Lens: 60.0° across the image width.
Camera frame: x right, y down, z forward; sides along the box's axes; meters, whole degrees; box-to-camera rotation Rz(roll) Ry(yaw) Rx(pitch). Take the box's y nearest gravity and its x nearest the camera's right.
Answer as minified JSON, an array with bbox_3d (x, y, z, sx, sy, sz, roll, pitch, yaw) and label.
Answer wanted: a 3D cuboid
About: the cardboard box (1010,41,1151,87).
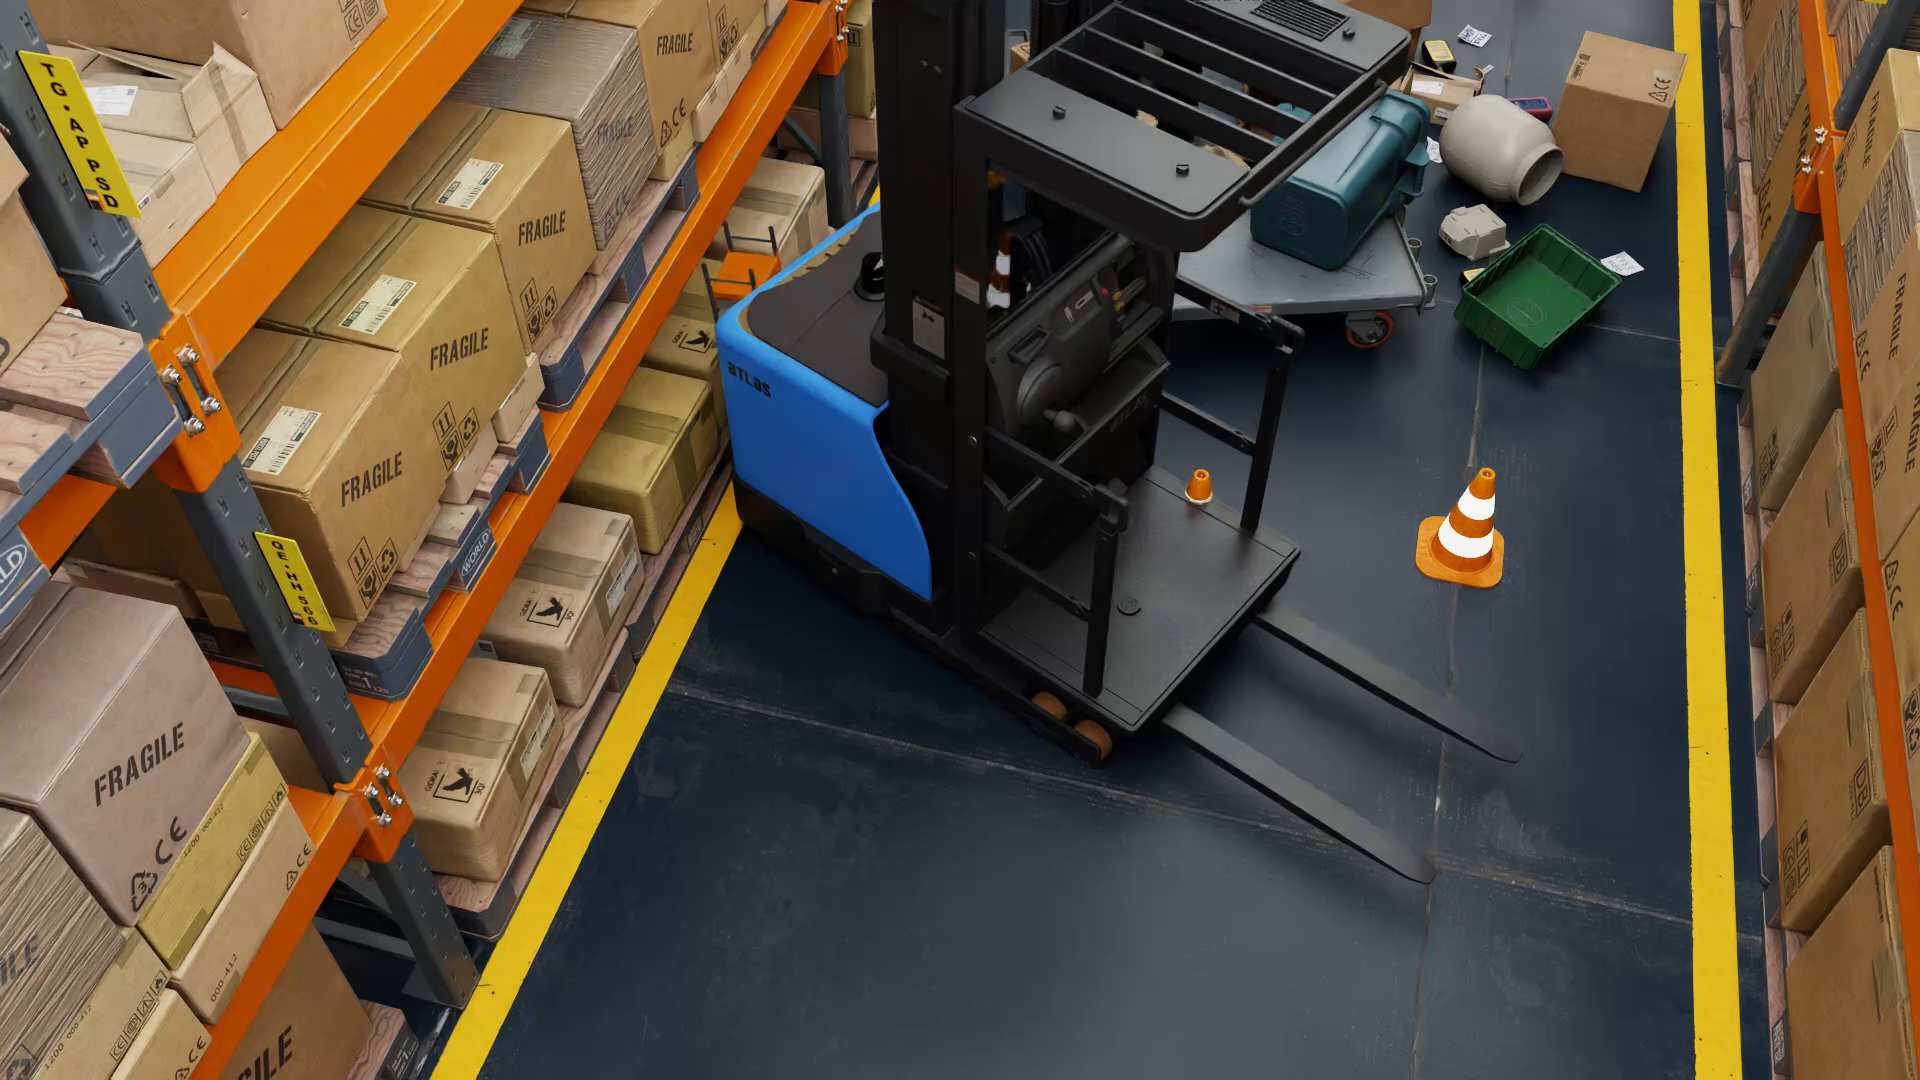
[{"bbox_3d":[0.592,-2.197,8.273,0.500,0.500,0.500,-27,54,-22],"label":"cardboard box"}]

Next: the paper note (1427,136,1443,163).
[{"bbox_3d":[2.391,-1.972,8.394,0.172,0.023,0.155,28,54,22],"label":"paper note"}]

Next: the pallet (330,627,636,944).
[{"bbox_3d":[-1.849,0.734,5.880,1.003,0.211,1.213,12,50,10],"label":"pallet"}]

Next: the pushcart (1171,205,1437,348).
[{"bbox_3d":[1.210,-1.236,7.508,1.648,0.377,0.936,-4,49,-3],"label":"pushcart"}]

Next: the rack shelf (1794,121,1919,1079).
[{"bbox_3d":[3.273,0.071,5.085,1.077,0.370,4.000,12,50,10],"label":"rack shelf"}]

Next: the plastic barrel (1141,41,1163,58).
[{"bbox_3d":[0.967,-2.765,8.827,0.421,0.421,0.512,-27,54,-22],"label":"plastic barrel"}]

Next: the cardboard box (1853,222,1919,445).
[{"bbox_3d":[3.135,-0.593,5.125,0.500,0.500,0.500,11,50,10],"label":"cardboard box"}]

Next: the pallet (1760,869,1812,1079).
[{"bbox_3d":[3.026,1.647,5.074,1.003,0.211,1.213,12,50,10],"label":"pallet"}]

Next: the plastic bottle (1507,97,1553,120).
[{"bbox_3d":[2.900,-2.224,8.591,0.283,0.061,0.133,-4,49,-3],"label":"plastic bottle"}]

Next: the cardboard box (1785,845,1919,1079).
[{"bbox_3d":[2.993,1.463,4.598,1.050,0.750,0.750,11,49,10],"label":"cardboard box"}]

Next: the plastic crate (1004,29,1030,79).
[{"bbox_3d":[0.201,-2.525,8.844,0.402,0.080,0.583,-4,49,-3],"label":"plastic crate"}]

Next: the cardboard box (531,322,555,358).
[{"bbox_3d":[-1.487,-0.649,5.129,0.380,0.149,0.250,14,50,12],"label":"cardboard box"}]

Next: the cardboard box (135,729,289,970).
[{"bbox_3d":[-1.938,0.661,3.852,0.500,0.250,0.500,11,50,10],"label":"cardboard box"}]

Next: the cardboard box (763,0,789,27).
[{"bbox_3d":[-0.872,-2.146,6.450,0.380,0.149,0.250,12,50,11],"label":"cardboard box"}]

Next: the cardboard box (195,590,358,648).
[{"bbox_3d":[-1.791,0.122,4.448,0.380,0.149,0.250,9,49,8],"label":"cardboard box"}]

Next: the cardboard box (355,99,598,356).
[{"bbox_3d":[-1.451,-0.938,4.951,0.500,0.500,0.500,12,50,11],"label":"cardboard box"}]

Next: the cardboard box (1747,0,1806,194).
[{"bbox_3d":[4.266,-2.143,7.697,0.875,0.875,0.875,12,50,10],"label":"cardboard box"}]

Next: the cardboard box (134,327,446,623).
[{"bbox_3d":[-1.714,-0.174,4.277,0.500,0.500,0.500,10,49,9],"label":"cardboard box"}]

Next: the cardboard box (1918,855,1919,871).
[{"bbox_3d":[2.606,0.868,3.835,0.500,0.500,0.500,12,50,10],"label":"cardboard box"}]

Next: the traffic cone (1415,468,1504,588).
[{"bbox_3d":[1.989,-0.102,6.450,0.336,0.463,0.334,12,50,10],"label":"traffic cone"}]

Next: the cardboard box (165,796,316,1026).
[{"bbox_3d":[-1.939,0.843,4.024,0.500,0.250,0.500,10,49,9],"label":"cardboard box"}]

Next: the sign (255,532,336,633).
[{"bbox_3d":[-1.520,0.100,3.808,0.100,0.325,0.005,12,50,10],"label":"sign"}]

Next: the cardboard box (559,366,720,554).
[{"bbox_3d":[-1.506,-0.383,6.479,0.950,0.372,0.625,13,50,11],"label":"cardboard box"}]

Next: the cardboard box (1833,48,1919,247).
[{"bbox_3d":[3.401,-1.319,5.766,0.500,0.500,0.500,12,50,10],"label":"cardboard box"}]

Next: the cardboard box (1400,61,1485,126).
[{"bbox_3d":[2.475,-2.315,8.535,0.396,0.266,0.258,19,51,16],"label":"cardboard box"}]

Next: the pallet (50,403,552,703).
[{"bbox_3d":[-1.971,-0.097,4.882,1.213,0.211,1.003,12,50,10],"label":"pallet"}]

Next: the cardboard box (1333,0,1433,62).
[{"bbox_3d":[2.030,-2.814,8.817,0.797,0.503,0.637,-19,51,-16],"label":"cardboard box"}]

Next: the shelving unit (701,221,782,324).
[{"bbox_3d":[-0.792,-0.760,6.581,0.215,1.050,0.252,8,51,11],"label":"shelving unit"}]

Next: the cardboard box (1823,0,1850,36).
[{"bbox_3d":[4.007,-2.335,6.629,0.875,0.550,0.550,12,50,10],"label":"cardboard box"}]

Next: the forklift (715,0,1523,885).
[{"bbox_3d":[0.563,-0.620,5.261,3.031,2.935,1.130,32,56,25],"label":"forklift"}]

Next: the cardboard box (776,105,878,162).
[{"bbox_3d":[-0.587,-2.120,8.093,0.500,0.250,0.500,10,49,8],"label":"cardboard box"}]

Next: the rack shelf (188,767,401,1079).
[{"bbox_3d":[-2.582,2.061,3.329,1.077,0.370,4.000,12,50,10],"label":"rack shelf"}]

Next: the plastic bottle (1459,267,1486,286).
[{"bbox_3d":[2.416,-1.139,7.633,0.133,0.061,0.283,-11,50,-10],"label":"plastic bottle"}]

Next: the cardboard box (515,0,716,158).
[{"bbox_3d":[-1.174,-1.677,5.603,0.500,0.500,0.500,13,50,11],"label":"cardboard box"}]

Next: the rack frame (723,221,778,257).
[{"bbox_3d":[-0.764,-0.852,6.655,0.200,1.050,0.008,8,51,11],"label":"rack frame"}]

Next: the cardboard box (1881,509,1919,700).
[{"bbox_3d":[2.870,0.146,4.473,0.500,0.500,0.500,11,49,9],"label":"cardboard box"}]

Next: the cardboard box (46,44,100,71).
[{"bbox_3d":[-2.118,-0.984,3.704,0.380,0.149,0.250,12,50,10],"label":"cardboard box"}]

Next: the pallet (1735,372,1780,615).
[{"bbox_3d":[3.669,-0.118,6.632,1.003,0.211,1.213,12,50,10],"label":"pallet"}]

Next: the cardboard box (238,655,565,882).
[{"bbox_3d":[-1.898,0.700,5.523,0.950,0.372,0.625,9,49,7],"label":"cardboard box"}]

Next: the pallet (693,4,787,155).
[{"bbox_3d":[-1.345,-1.930,6.499,1.003,0.211,1.213,12,50,10],"label":"pallet"}]

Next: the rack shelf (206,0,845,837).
[{"bbox_3d":[-1.529,-0.832,5.883,1.077,0.370,4.000,12,50,10],"label":"rack shelf"}]

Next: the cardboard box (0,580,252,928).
[{"bbox_3d":[-1.940,0.438,3.548,0.500,0.500,0.500,10,49,9],"label":"cardboard box"}]

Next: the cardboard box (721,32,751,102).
[{"bbox_3d":[-0.992,-1.765,6.114,0.380,0.149,0.250,11,49,9],"label":"cardboard box"}]

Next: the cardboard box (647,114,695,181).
[{"bbox_3d":[-1.155,-1.411,5.801,0.380,0.149,0.250,12,50,10],"label":"cardboard box"}]

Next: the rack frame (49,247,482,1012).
[{"bbox_3d":[-2.056,0.376,4.336,1.000,3.000,0.127,12,50,10],"label":"rack frame"}]

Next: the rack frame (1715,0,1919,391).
[{"bbox_3d":[3.799,-1.613,6.092,1.000,3.000,0.127,12,50,10],"label":"rack frame"}]

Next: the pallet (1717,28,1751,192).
[{"bbox_3d":[4.394,-2.110,8.391,1.003,0.211,1.213,12,50,10],"label":"pallet"}]

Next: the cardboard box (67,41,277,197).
[{"bbox_3d":[-1.742,-0.951,3.596,0.396,0.266,0.258,12,50,10],"label":"cardboard box"}]

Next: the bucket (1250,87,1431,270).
[{"bbox_3d":[1.611,-1.587,7.238,0.726,0.611,0.620,28,64,22],"label":"bucket"}]

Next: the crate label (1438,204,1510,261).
[{"bbox_3d":[2.429,-1.466,7.871,0.298,0.136,0.250,-19,51,-16],"label":"crate label"}]

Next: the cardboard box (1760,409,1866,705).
[{"bbox_3d":[3.465,0.156,5.751,1.050,0.750,0.750,12,50,10],"label":"cardboard box"}]

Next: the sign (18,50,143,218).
[{"bbox_3d":[-1.523,-0.698,2.886,0.100,0.325,0.005,12,50,10],"label":"sign"}]

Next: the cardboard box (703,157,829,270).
[{"bbox_3d":[-1.139,-1.407,7.382,0.950,0.372,0.625,12,50,11],"label":"cardboard box"}]

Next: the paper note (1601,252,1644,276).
[{"bbox_3d":[3.102,-1.296,7.792,0.147,0.020,0.142,-19,51,-16],"label":"paper note"}]

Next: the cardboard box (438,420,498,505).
[{"bbox_3d":[-1.568,-0.265,4.789,0.380,0.149,0.250,9,49,8],"label":"cardboard box"}]

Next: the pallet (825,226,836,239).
[{"bbox_3d":[-1.207,-1.031,7.438,1.003,0.211,1.213,12,50,10],"label":"pallet"}]
